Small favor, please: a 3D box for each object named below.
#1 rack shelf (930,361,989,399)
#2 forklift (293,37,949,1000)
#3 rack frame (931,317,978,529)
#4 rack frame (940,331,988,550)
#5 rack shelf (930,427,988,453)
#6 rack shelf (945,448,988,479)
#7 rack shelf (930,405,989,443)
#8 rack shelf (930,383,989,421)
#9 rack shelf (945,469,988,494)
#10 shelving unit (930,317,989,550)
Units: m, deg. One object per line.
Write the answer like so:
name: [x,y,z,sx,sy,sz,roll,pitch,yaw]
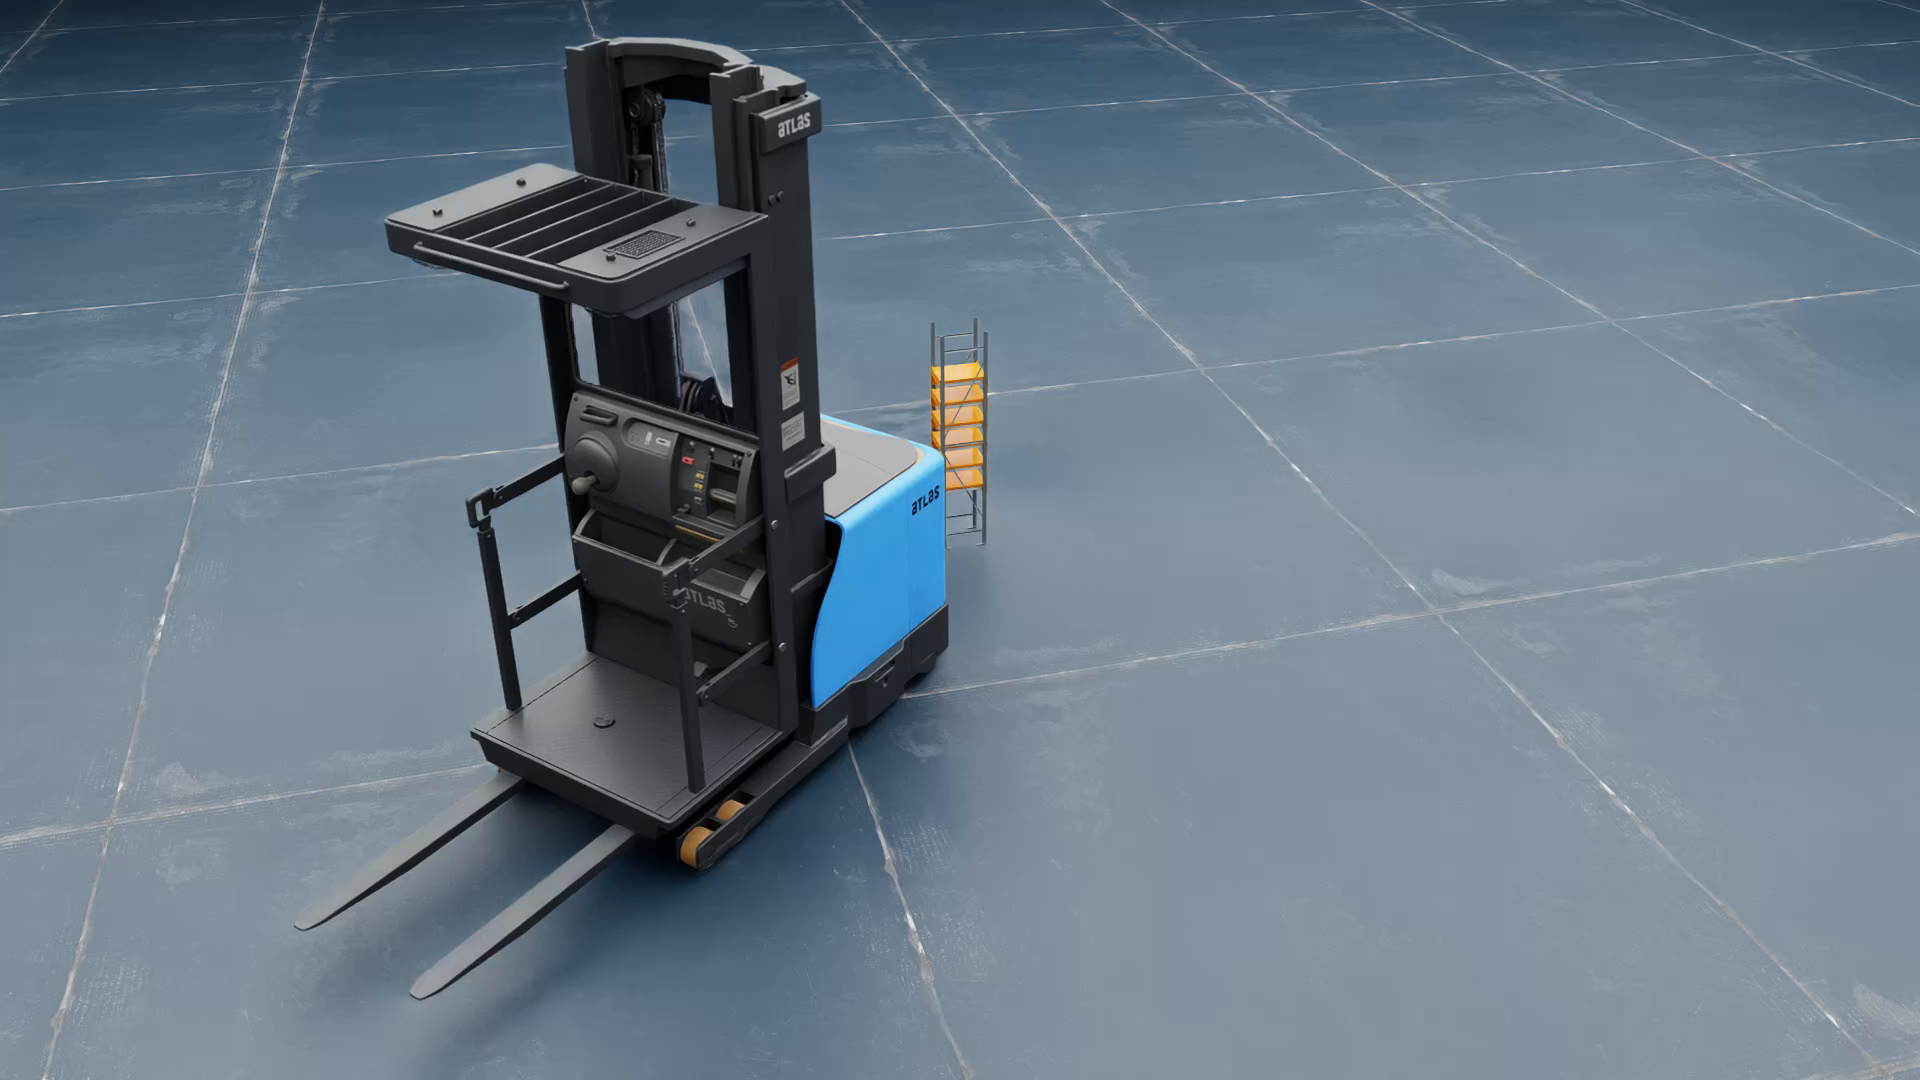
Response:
rack shelf: [-0.004,-0.799,8.303,0.258,0.103,0.180,-8,31,-13]
forklift: [-1.277,-0.247,6.252,1.130,2.935,3.031,18,35,28]
rack frame: [-0.028,-0.570,8.538,0.240,1.200,0.006,-8,31,-13]
rack frame: [0.020,-0.482,8.385,0.240,1.200,0.006,-8,31,-13]
rack shelf: [-0.004,-0.488,8.484,0.258,0.103,0.180,-8,31,-13]
rack shelf: [-0.004,-0.384,8.544,0.258,0.103,0.180,-8,31,-13]
rack shelf: [-0.004,-0.592,8.424,0.258,0.103,0.180,-8,31,-13]
rack shelf: [-0.004,-0.696,8.364,0.258,0.103,0.180,-8,31,-13]
rack shelf: [-0.004,-0.280,8.604,0.258,0.103,0.180,-8,31,-13]
shelving unit: [-0.004,-0.526,8.462,0.258,1.200,0.189,-8,31,-13]
